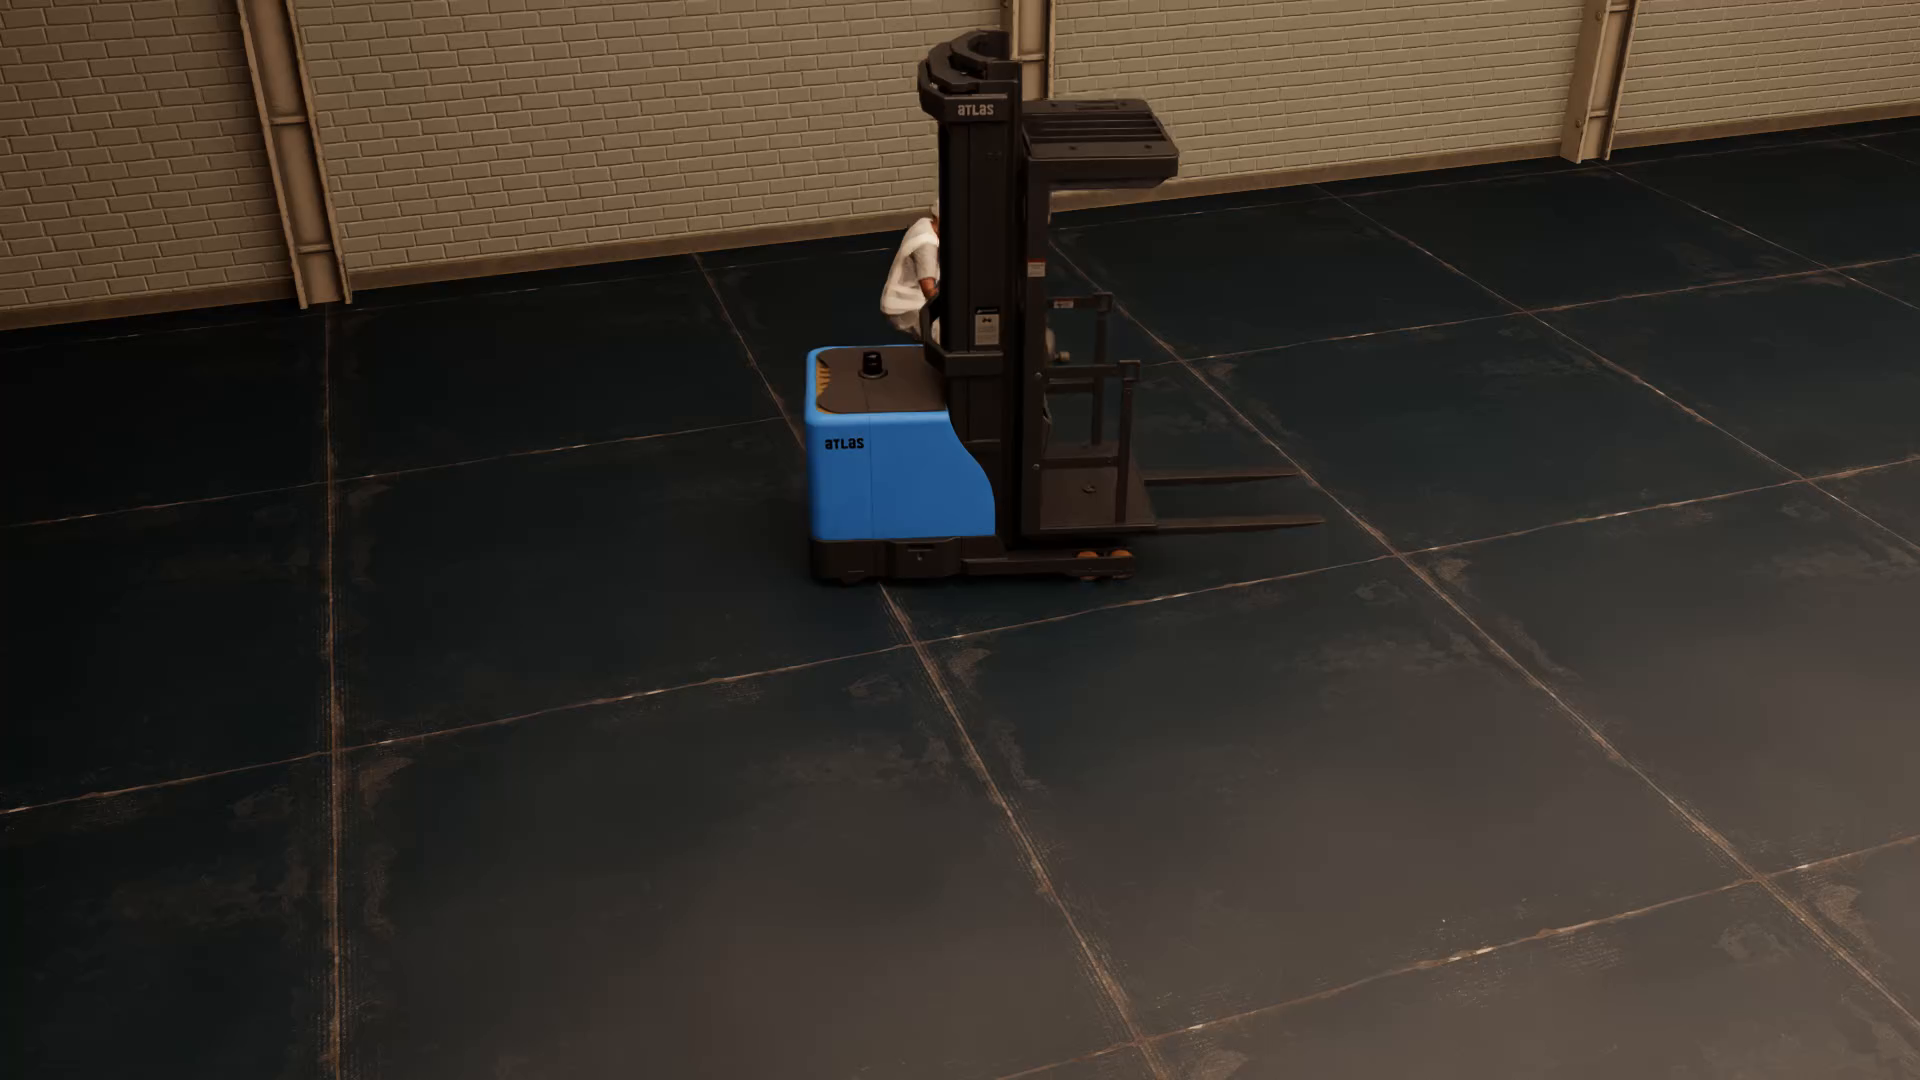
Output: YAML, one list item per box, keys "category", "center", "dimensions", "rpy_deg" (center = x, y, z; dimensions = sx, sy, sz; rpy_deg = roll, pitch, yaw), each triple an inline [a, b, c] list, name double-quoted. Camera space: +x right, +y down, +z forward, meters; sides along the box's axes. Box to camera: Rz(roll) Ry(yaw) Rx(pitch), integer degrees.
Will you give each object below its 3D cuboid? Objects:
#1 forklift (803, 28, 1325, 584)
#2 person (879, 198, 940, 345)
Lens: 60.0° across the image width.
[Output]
- category: "forklift"
  center: [0.614, -1.299, 9.345]
  dimensions: [3.031, 2.935, 1.130]
  rpy_deg: [-2, 30, -3]
- category: "person"
  center: [-0.058, -1.557, 11.216]
  dimensions: [0.952, 1.525, 1.171]
  rpy_deg: [-3, 30, -5]
